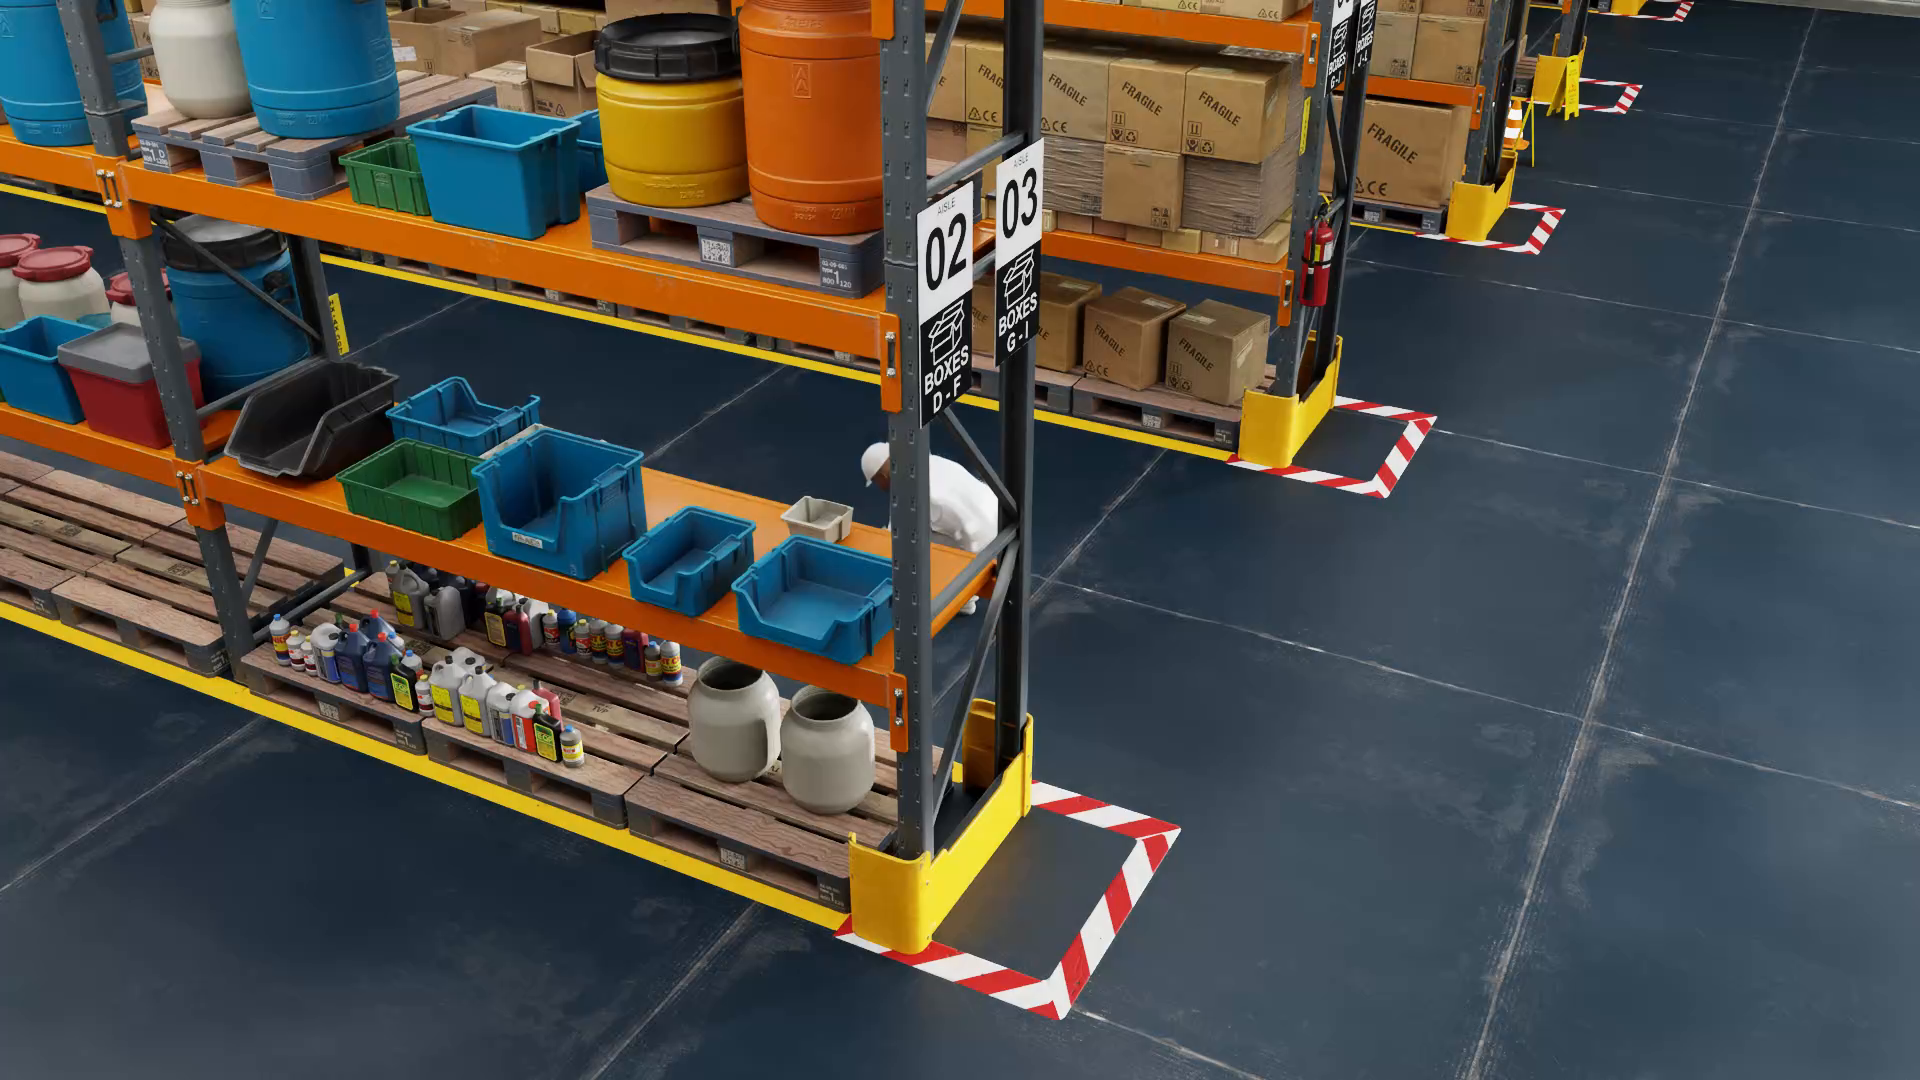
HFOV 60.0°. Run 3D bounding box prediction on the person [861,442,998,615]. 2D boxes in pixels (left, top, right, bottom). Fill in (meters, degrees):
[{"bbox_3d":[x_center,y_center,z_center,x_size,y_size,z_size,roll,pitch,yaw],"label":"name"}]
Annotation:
[{"bbox_3d":[-0.129,-0.077,9.284,0.895,0.895,0.560,14,33,23],"label":"person"}]
